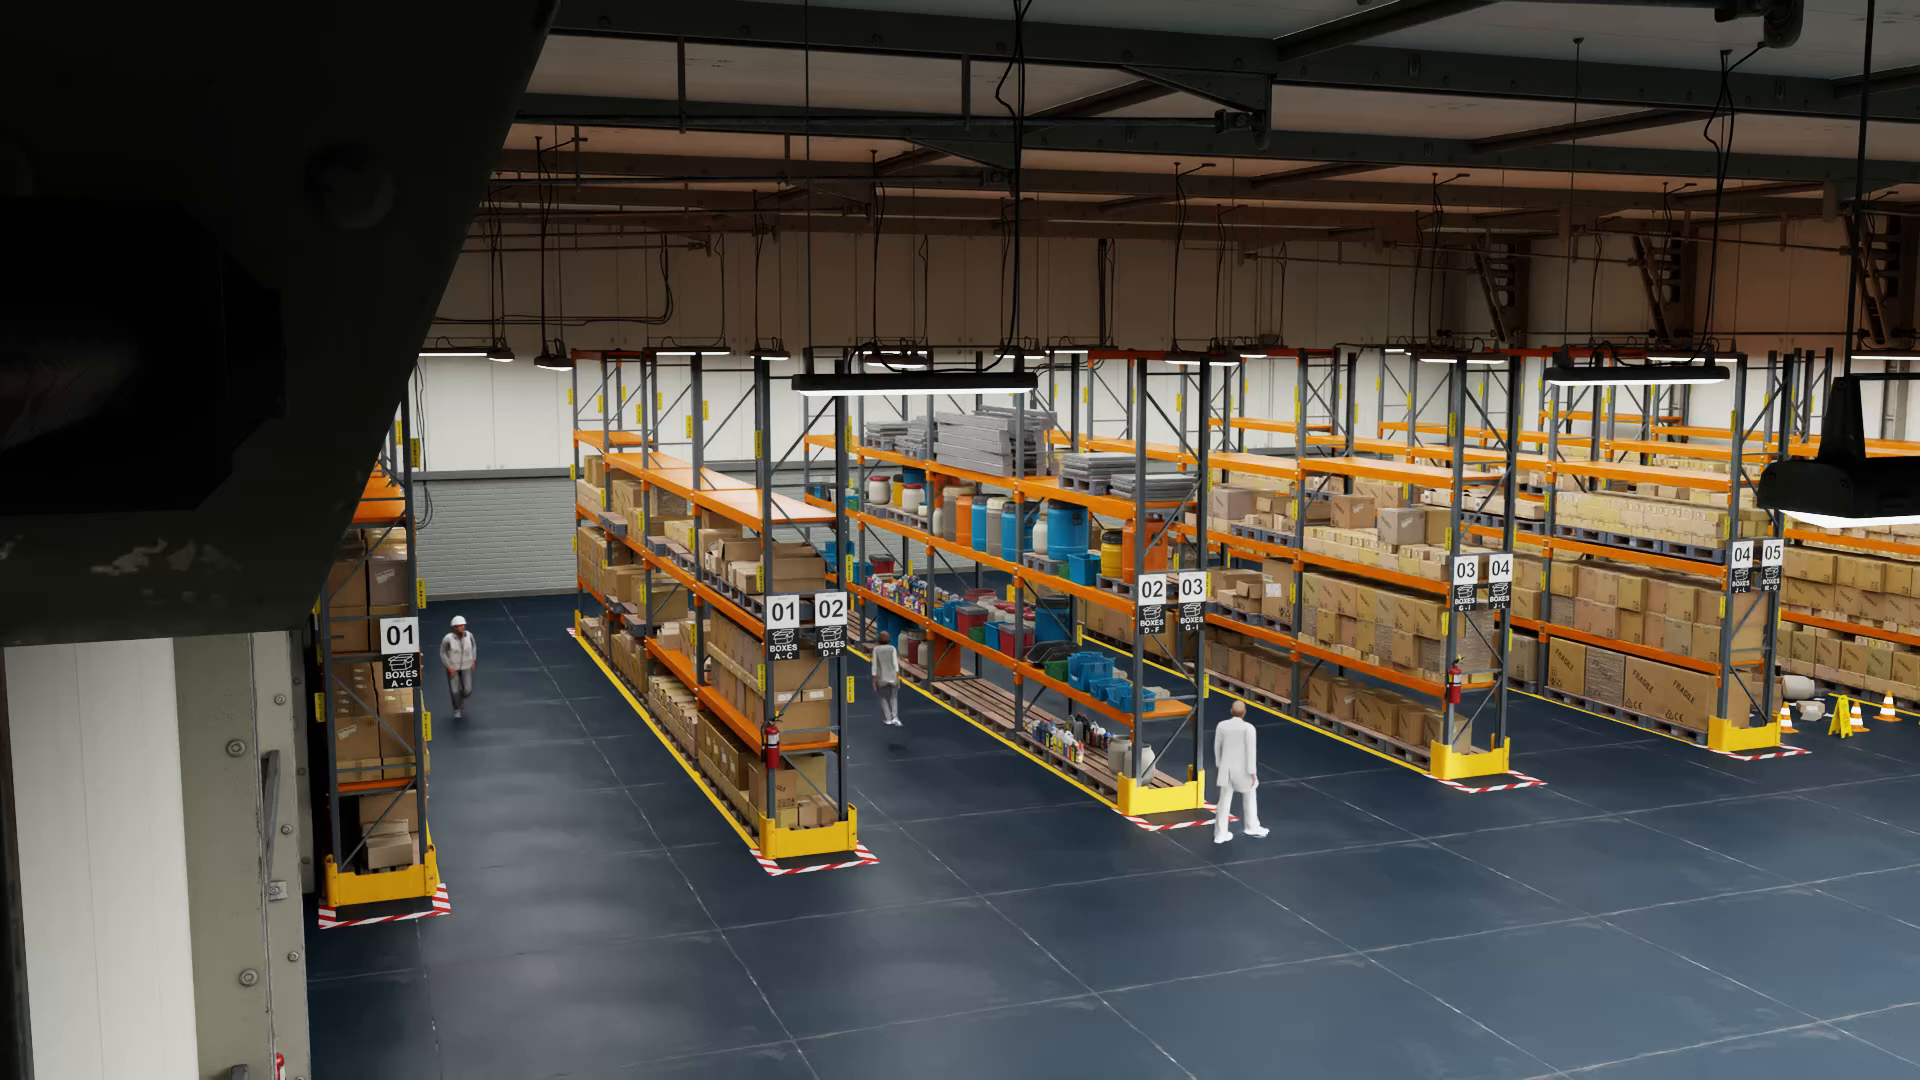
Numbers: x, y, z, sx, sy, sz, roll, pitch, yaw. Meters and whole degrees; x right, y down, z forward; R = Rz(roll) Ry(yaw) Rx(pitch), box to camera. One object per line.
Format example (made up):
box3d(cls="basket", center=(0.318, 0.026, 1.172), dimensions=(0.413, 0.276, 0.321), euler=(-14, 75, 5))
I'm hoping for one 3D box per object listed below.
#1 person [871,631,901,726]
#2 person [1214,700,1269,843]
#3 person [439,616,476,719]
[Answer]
box3d(cls="person", center=(-1.144, 2.157, 25.838), dimensions=(0.456, 1.508, 0.453), euler=(-1, 7, -12))
box3d(cls="person", center=(3.477, 2.878, 20.799), dimensions=(0.646, 1.761, 0.925), euler=(6, 9, 39))
box3d(cls="person", center=(-8.289, 2.083, 27.468), dimensions=(0.612, 1.719, 0.615), euler=(-3, 8, -25))
